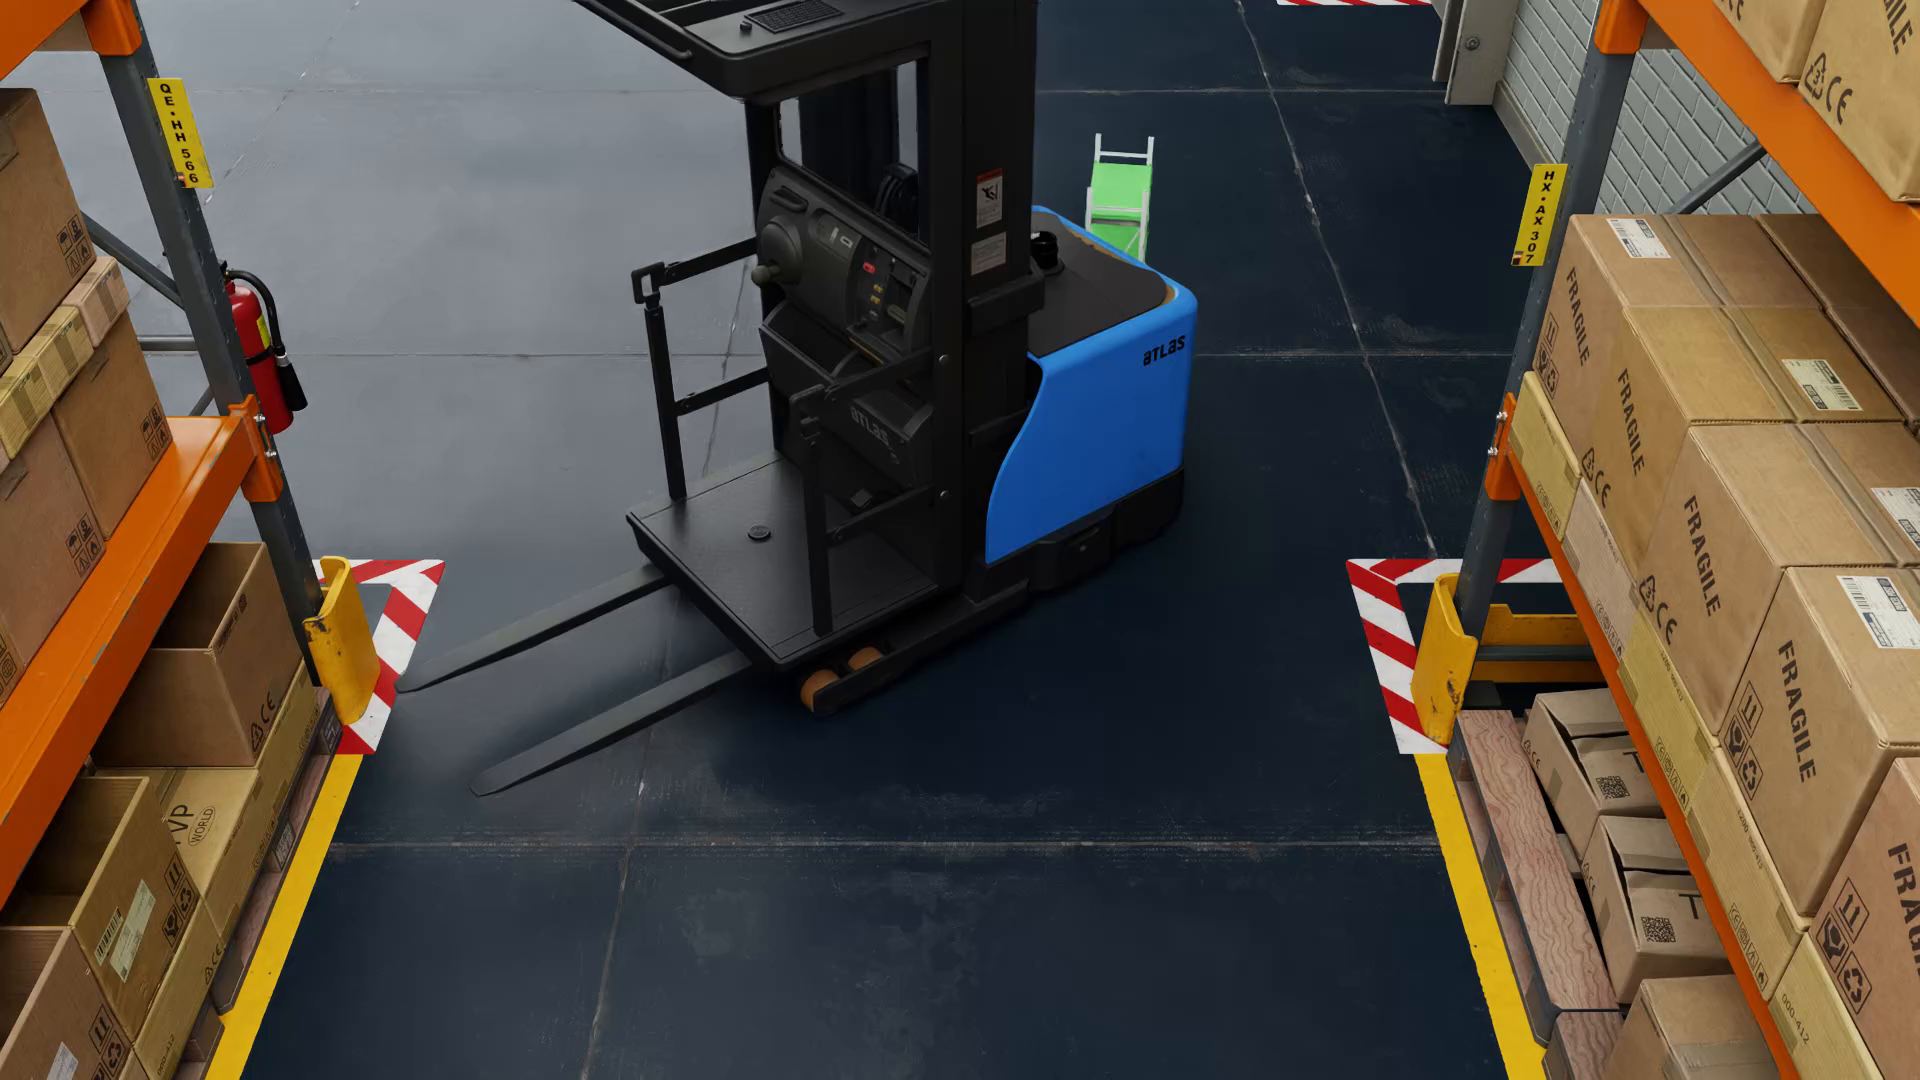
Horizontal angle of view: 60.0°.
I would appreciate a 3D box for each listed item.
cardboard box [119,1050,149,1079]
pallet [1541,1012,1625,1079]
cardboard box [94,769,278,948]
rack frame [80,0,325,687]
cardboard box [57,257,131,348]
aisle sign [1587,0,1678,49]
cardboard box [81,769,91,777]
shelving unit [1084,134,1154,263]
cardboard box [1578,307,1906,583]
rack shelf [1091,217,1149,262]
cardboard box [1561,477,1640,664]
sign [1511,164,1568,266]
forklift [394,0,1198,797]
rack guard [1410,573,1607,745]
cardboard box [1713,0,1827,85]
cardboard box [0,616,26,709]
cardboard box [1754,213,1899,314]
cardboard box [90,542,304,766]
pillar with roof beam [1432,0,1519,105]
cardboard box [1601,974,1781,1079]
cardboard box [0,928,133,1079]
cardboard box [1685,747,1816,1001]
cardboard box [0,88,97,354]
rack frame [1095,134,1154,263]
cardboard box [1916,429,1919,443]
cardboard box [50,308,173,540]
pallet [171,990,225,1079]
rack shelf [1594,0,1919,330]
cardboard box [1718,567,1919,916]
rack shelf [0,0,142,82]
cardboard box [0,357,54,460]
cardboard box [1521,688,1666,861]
[{"bbox_3d":[-2.415,1.583,4.239,0.500,0.250,0.500,0,39,0],"label":"cardboard box"},{"bbox_3d":[2.193,1.799,4.336,1.003,0.211,1.213,0,39,0],"label":"pallet"},{"bbox_3d":[-2.416,0.957,5.020,0.500,0.250,0.500,0,39,0],"label":"cardboard box"},{"bbox_3d":[-2.724,-0.599,5.099,1.000,3.000,0.127,0,39,0],"label":"rack frame"},{"bbox_3d":[-2.533,-0.653,4.567,0.380,0.149,0.250,-1,39,-1],"label":"cardboard box"},{"bbox_3d":[1.929,-1.665,4.350,0.394,0.787,0.004,0,39,0],"label":"aisle sign"},{"bbox_3d":[-2.942,0.958,5.019,0.500,0.250,0.500,0,39,0],"label":"cardboard box"},{"bbox_3d":[0.655,-1.064,7.119,0.258,1.200,0.503,5,39,6],"label":"shelving unit"},{"bbox_3d":[1.920,-0.239,4.154,0.500,0.500,0.500,0,39,0],"label":"cardboard box"},{"bbox_3d":[0.655,-1.202,7.008,0.258,0.148,0.480,5,39,6],"label":"rack shelf"},{"bbox_3d":[1.927,0.075,4.361,0.500,0.250,0.500,-1,39,-1],"label":"cardboard box"},{"bbox_3d":[1.687,-0.943,4.835,0.100,0.325,0.005,0,39,0],"label":"sign"},{"bbox_3d":[-0.569,-0.888,5.515,3.031,2.935,1.130,-26,45,-29],"label":"forklift"},{"bbox_3d":[2.229,0.418,5.829,1.175,0.500,0.348,0,39,0],"label":"rack guard"},{"bbox_3d":[1.945,-1.278,3.451,0.500,0.500,0.500,2,39,3],"label":"cardboard box"},{"bbox_3d":[-2.736,0.292,3.907,0.700,0.500,0.500,0,39,0],"label":"cardboard box"},{"bbox_3d":[2.442,-0.553,4.545,0.500,0.500,0.500,0,39,-1],"label":"cardboard box"},{"bbox_3d":[-2.426,0.352,5.175,0.500,0.500,0.500,0,39,0],"label":"cardboard box"},{"bbox_3d":[-1.217,-6.258,7.363,9.100,9.000,0.400,0,39,0],"label":"pillar with roof beam"},{"bbox_3d":[2.092,1.446,4.193,0.700,0.500,0.500,-2,39,-3],"label":"cardboard box"},{"bbox_3d":[-2.411,1.290,4.005,0.500,0.500,0.500,0,39,0],"label":"cardboard box"},{"bbox_3d":[1.920,0.710,3.569,0.500,0.250,0.500,0,39,0],"label":"cardboard box"},{"bbox_3d":[-2.737,-0.820,4.257,0.700,0.500,0.500,0,39,0],"label":"cardboard box"},{"bbox_3d":[0.687,-1.215,7.307,0.240,1.200,0.015,5,39,6],"label":"rack frame"},{"bbox_3d":[2.438,0.085,3.749,0.500,0.500,0.500,-1,39,-1],"label":"cardboard box"},{"bbox_3d":[-2.737,-0.347,4.704,0.700,0.500,0.500,0,39,0],"label":"cardboard box"},{"bbox_3d":[-2.683,1.728,4.425,1.003,0.211,1.213,0,39,0],"label":"pallet"},{"bbox_3d":[2.232,-0.244,2.833,1.077,0.370,4.000,0,39,0],"label":"rack shelf"},{"bbox_3d":[1.927,0.406,3.348,0.500,0.500,0.500,1,39,1],"label":"cardboard box"},{"bbox_3d":[-2.722,-0.239,2.826,1.077,0.370,4.000,0,39,0],"label":"rack shelf"},{"bbox_3d":[-2.531,-0.329,4.163,0.380,0.149,0.250,-1,39,-1],"label":"cardboard box"},{"bbox_3d":[2.140,0.705,5.270,0.500,0.311,0.500,-4,39,-5],"label":"cardboard box"}]
